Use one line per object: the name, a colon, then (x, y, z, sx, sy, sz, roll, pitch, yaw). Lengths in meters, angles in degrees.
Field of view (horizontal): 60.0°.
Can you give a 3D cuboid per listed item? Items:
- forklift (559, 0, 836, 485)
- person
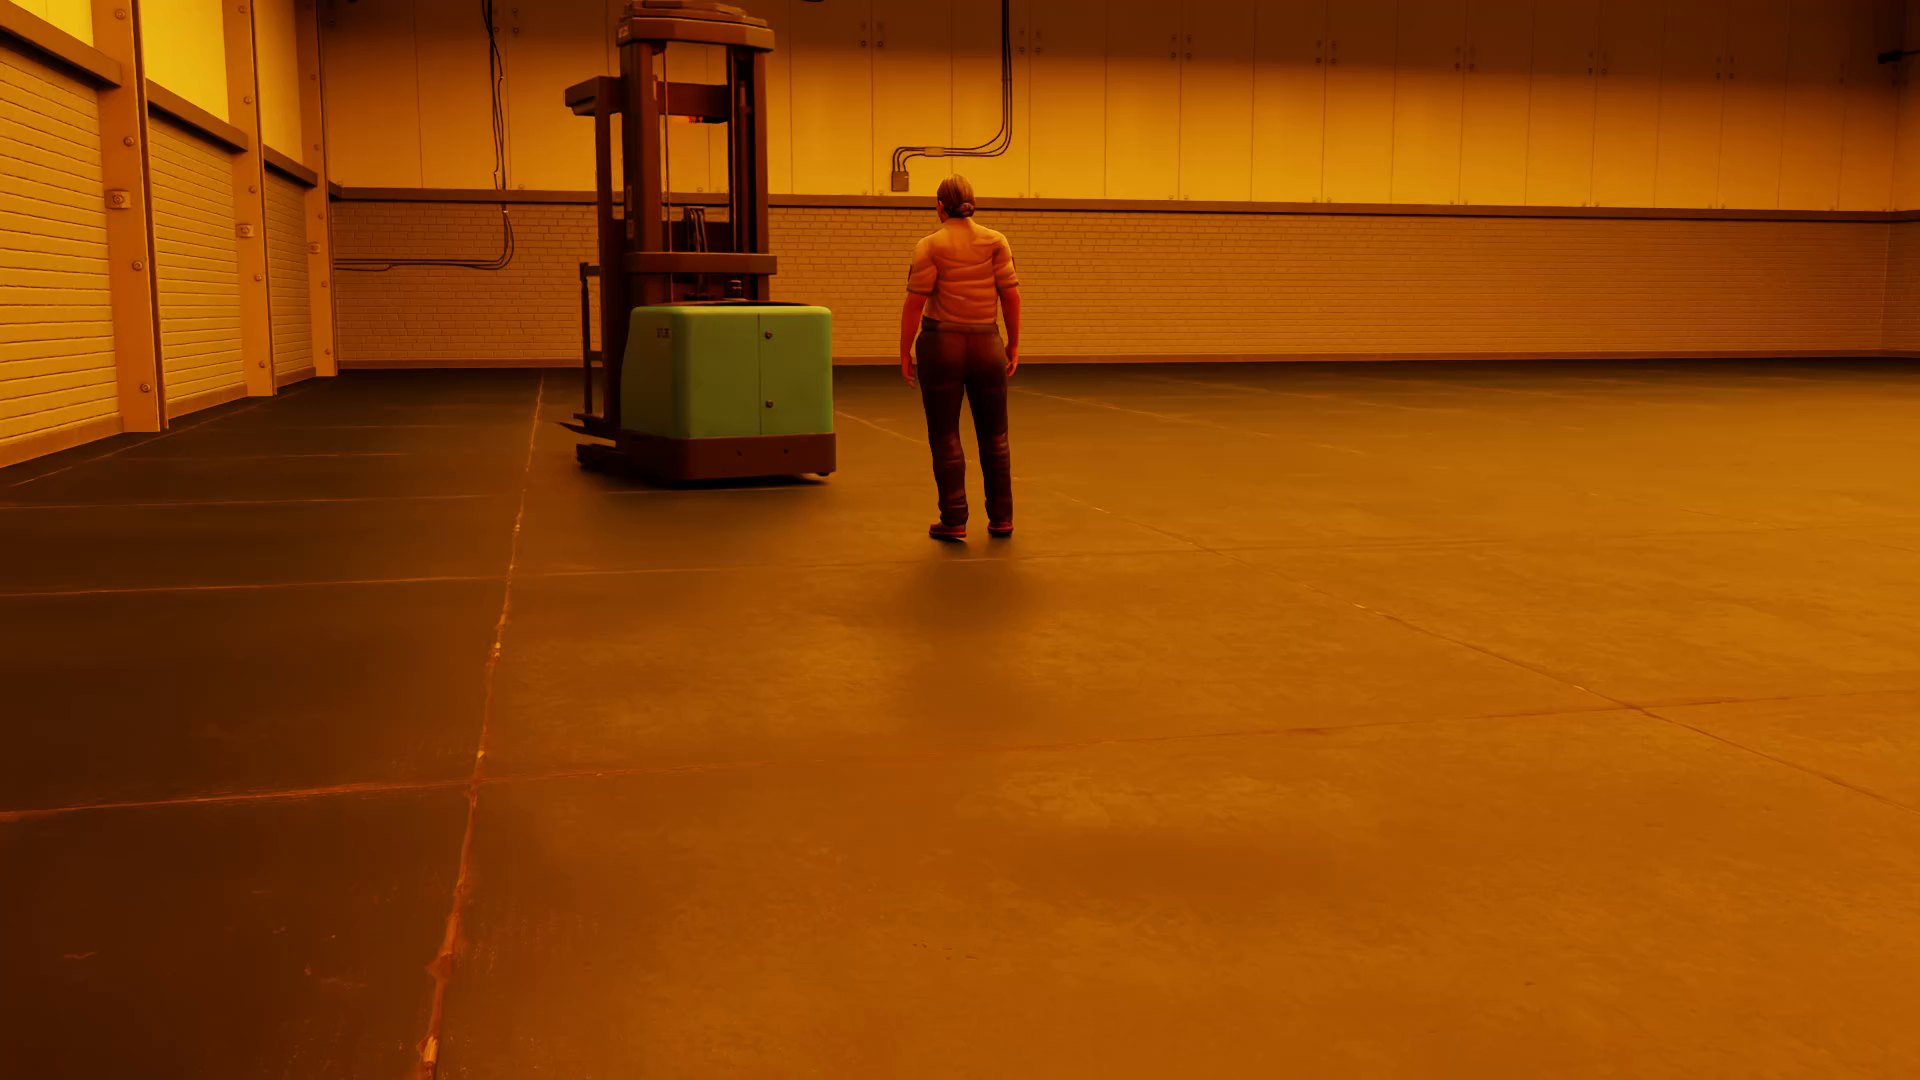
forklift: (-1.927, -1.942, 11.008, 1.130, 2.935, 3.031, -5, 9, -29)
person: (0.001, -0.837, 7.683, 0.598, 1.651, 0.503, -2, 8, -13)
